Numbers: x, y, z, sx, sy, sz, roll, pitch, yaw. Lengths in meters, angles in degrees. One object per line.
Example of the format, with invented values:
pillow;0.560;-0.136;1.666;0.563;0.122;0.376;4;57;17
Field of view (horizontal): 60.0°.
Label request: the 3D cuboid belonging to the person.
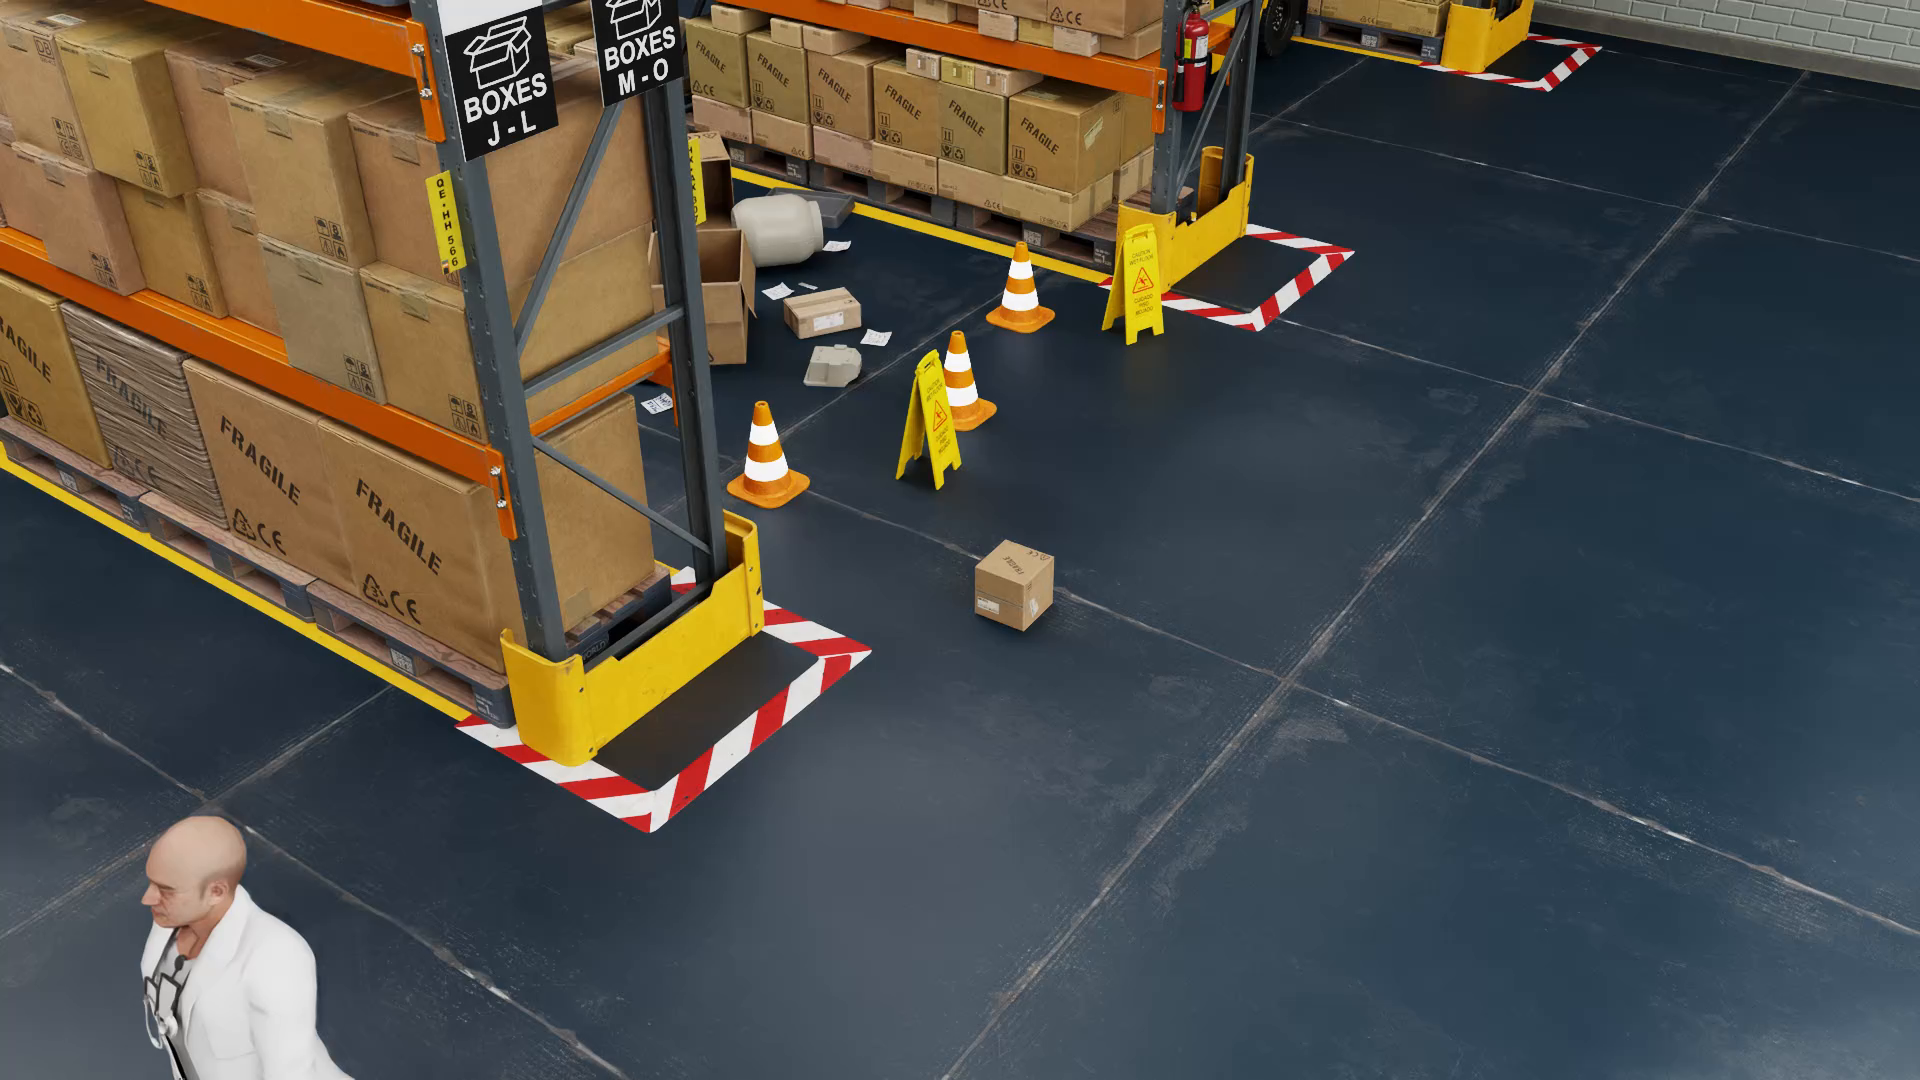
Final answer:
person;-1.728;1.389;4.110;0.556;1.730;1.118;18;38;25
